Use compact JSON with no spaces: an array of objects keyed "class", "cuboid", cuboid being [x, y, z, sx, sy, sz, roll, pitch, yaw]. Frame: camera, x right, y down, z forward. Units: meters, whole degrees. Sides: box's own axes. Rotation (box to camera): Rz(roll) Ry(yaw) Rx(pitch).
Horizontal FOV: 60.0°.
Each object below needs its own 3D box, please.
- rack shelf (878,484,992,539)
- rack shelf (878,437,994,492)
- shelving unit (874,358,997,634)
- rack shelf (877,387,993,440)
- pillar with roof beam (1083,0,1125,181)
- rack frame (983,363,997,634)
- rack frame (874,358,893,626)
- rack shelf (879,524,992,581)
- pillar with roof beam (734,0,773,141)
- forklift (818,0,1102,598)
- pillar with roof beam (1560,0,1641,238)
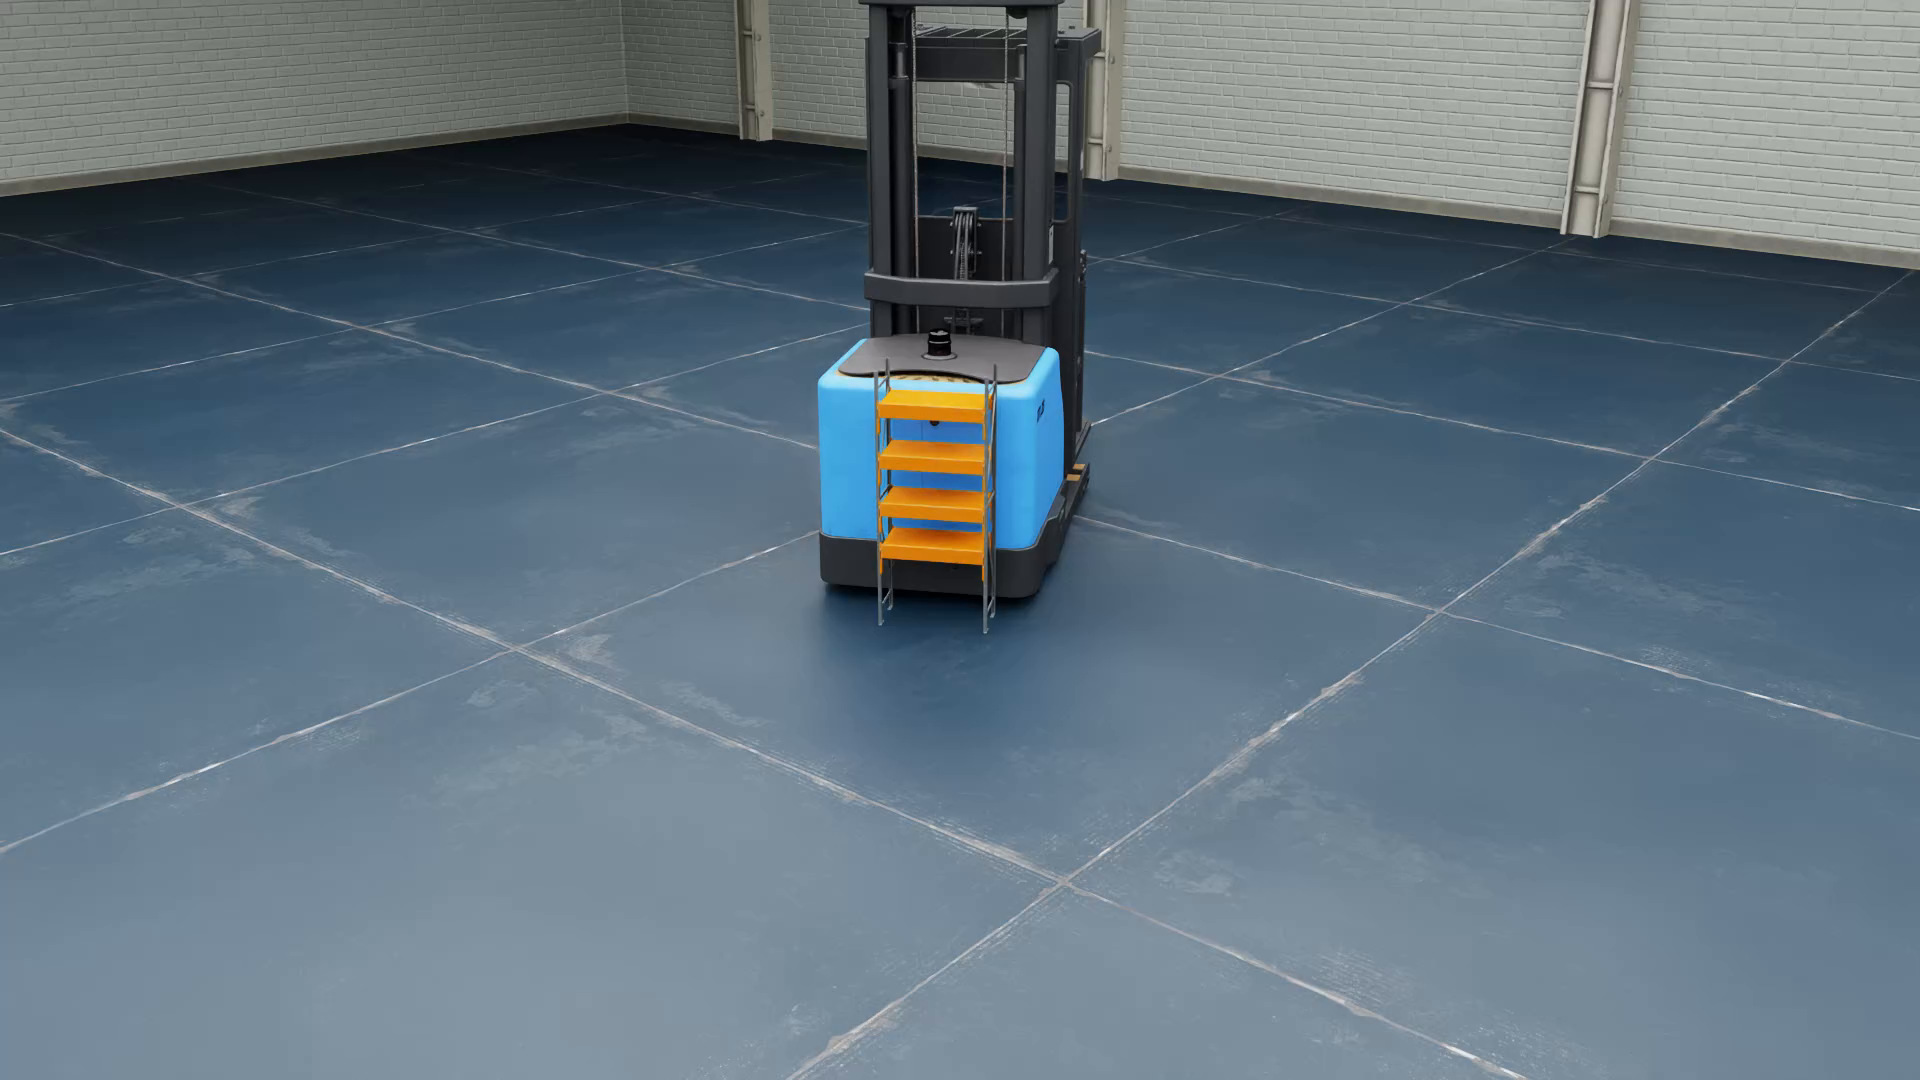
[{"class":"rack shelf","cuboid":[-0.104,-0.131,7.505,0.480,0.148,0.258,4,21,10]},{"class":"rack shelf","cuboid":[-0.104,-0.340,7.426,0.480,0.148,0.258,4,21,10]},{"class":"shelving unit","cuboid":[-0.104,-0.194,7.481,0.503,1.200,0.258,4,21,10]},{"class":"rack shelf","cuboid":[-0.104,-0.561,7.343,0.480,0.148,0.258,4,21,10]},{"class":"pillar with roof beam","cuboid":[-1.011,-7.491,15.780,0.400,9.000,9.100,16,26,36]},{"class":"rack frame","cuboid":[0.135,-0.178,7.439,0.015,1.200,0.240,4,21,10]},{"class":"rack frame","cuboid":[-0.344,-0.210,7.524,0.015,1.200,0.240,4,21,10]},{"class":"rack shelf","cuboid":[-0.104,0.055,7.575,0.480,0.148,0.258,4,21,10]},{"class":"pillar with roof beam","cuboid":[-5.659,-8.830,19.330,0.400,9.000,9.100,16,26,36]},{"class":"forklift","cuboid":[0.122,-1.587,8.722,1.130,2.935,3.031,4,21,11]},{"class":"pillar with roof beam","cuboid":[3.638,-6.153,12.230,0.400,9.000,9.100,16,26,36]}]
